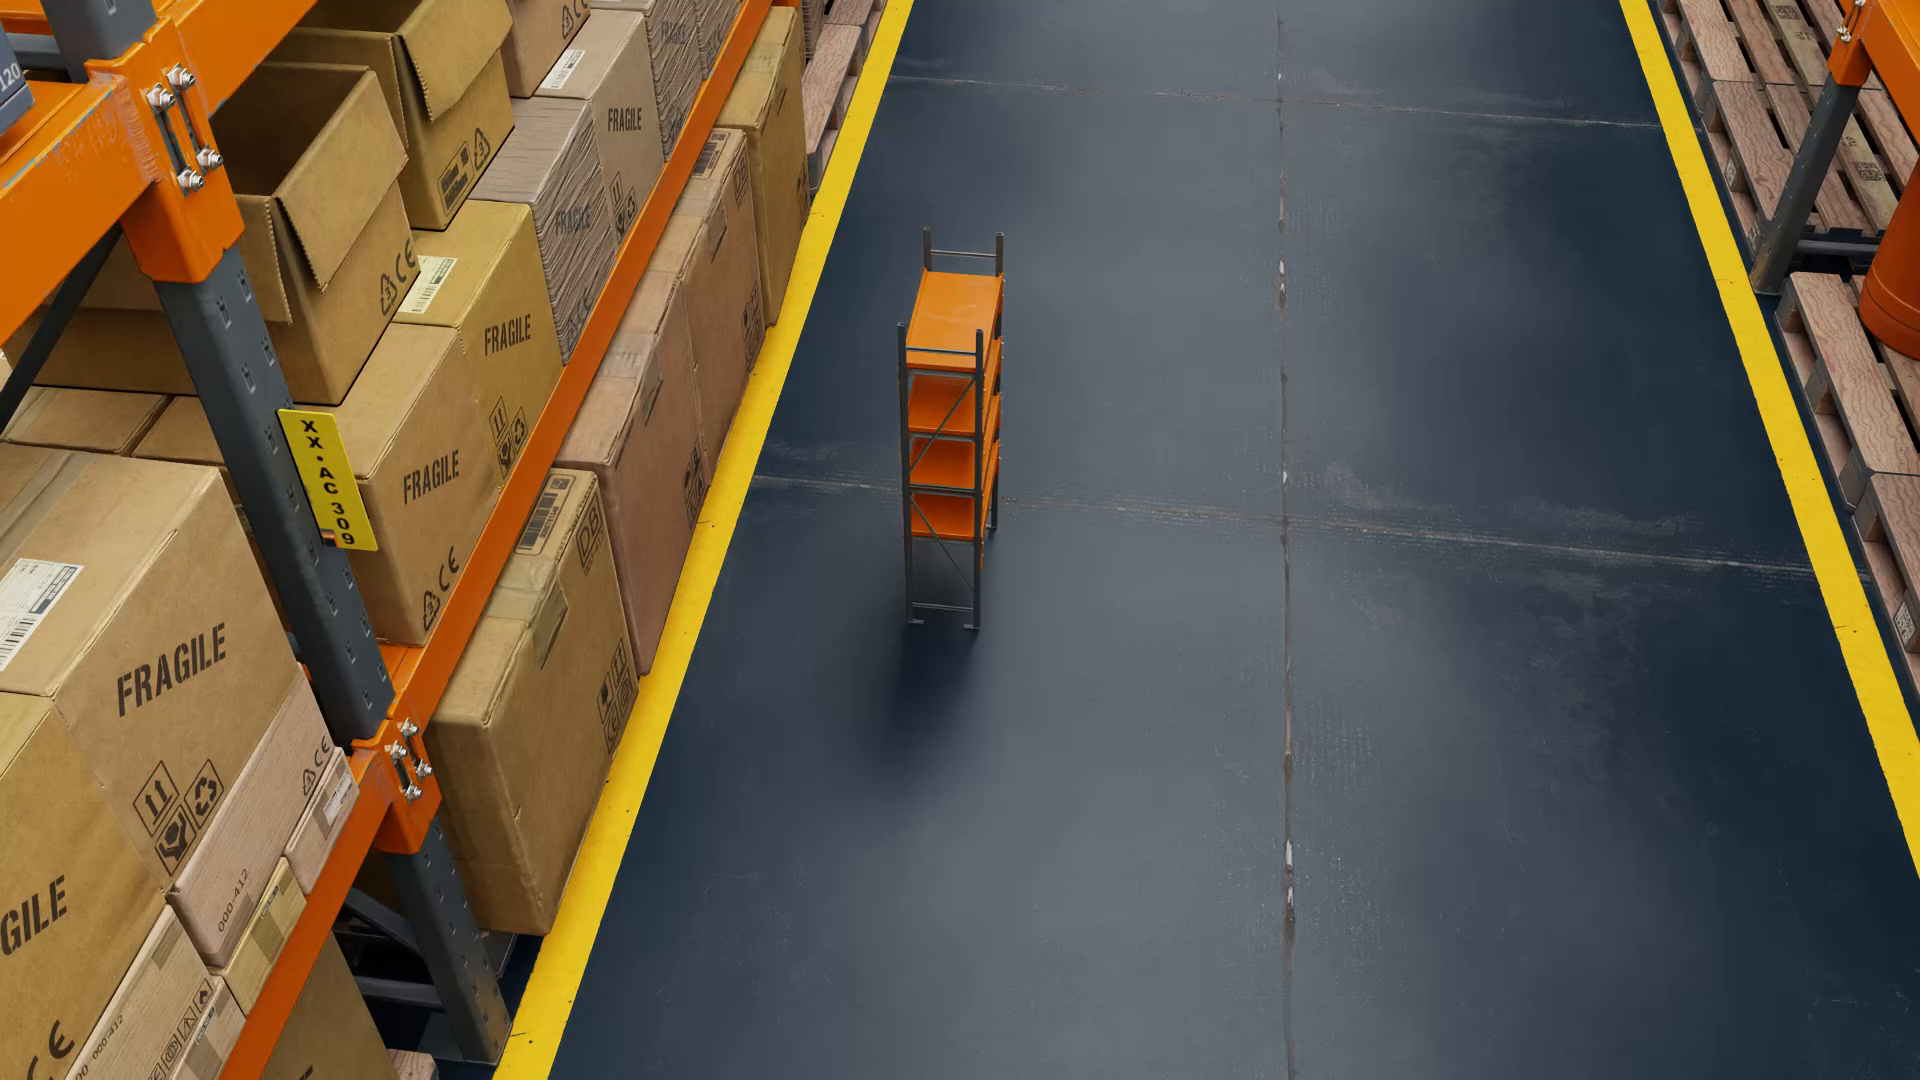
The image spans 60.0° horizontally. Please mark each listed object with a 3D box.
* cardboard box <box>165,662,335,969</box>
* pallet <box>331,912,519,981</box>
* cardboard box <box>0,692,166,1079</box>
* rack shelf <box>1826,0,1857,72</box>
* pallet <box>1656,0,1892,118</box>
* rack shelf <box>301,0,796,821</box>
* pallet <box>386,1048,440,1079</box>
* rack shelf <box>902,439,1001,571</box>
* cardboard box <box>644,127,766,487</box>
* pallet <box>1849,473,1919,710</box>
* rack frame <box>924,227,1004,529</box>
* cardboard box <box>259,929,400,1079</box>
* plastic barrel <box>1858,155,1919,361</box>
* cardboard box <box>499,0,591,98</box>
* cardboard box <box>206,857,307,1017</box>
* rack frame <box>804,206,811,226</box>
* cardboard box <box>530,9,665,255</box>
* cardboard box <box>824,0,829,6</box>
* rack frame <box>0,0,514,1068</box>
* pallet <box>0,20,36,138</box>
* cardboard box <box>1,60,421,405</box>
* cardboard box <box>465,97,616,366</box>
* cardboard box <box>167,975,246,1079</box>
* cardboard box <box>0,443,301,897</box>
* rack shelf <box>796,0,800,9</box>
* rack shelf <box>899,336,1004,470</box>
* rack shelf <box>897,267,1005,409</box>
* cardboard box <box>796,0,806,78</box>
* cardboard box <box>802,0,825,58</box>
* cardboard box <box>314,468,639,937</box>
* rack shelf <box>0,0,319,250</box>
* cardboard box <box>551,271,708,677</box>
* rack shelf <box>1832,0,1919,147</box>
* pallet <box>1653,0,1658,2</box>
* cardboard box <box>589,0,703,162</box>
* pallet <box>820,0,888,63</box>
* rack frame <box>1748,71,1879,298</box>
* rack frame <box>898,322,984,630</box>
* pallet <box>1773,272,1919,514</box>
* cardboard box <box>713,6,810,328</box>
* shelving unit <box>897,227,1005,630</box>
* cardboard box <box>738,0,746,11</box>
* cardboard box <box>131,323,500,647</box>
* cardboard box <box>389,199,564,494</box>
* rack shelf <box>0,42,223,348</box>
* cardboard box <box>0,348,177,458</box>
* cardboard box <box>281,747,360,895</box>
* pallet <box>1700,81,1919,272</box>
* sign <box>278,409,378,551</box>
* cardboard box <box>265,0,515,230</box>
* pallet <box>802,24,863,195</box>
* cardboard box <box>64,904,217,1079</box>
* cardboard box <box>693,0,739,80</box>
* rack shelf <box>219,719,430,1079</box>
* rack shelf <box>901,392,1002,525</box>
[{"bbox_3d":[-1.482,0.462,2.974,0.500,0.250,0.500,4,44,5],"label":"cardboard box"},{"bbox_3d":[-1.657,0.670,4.889,1.003,0.211,1.213,5,44,6],"label":"pallet"},{"bbox_3d":[-1.550,0.543,2.342,0.500,0.500,0.500,6,44,6],"label":"cardboard box"},{"bbox_3d":[4.019,-3.187,7.458,1.077,0.370,4.000,5,44,6],"label":"rack shelf"},{"bbox_3d":[4.059,-2.426,8.159,1.003,0.211,1.213,5,44,6],"label":"pallet"},{"bbox_3d":[-1.420,-0.911,5.054,1.077,0.370,4.000,5,44,6],"label":"rack shelf"},{"bbox_3d":[-1.862,1.714,3.786,1.003,0.211,1.213,5,44,6],"label":"pallet"},{"bbox_3d":[-0.022,-0.130,5.401,0.258,0.148,0.480,5,44,6],"label":"rack shelf"},{"bbox_3d":[-1.393,-0.841,5.697,1.225,0.875,0.875,5,44,6],"label":"cardboard box"},{"bbox_3d":[3.528,0.297,5.283,1.003,0.211,1.213,5,44,6],"label":"pallet"},{"bbox_3d":[0.010,-0.489,5.394,0.240,1.200,0.015,5,44,6],"label":"rack frame"},{"bbox_3d":[-1.851,1.252,3.486,0.875,0.875,0.875,5,44,6],"label":"cardboard box"},{"bbox_3d":[3.707,-1.115,6.019,0.600,0.830,0.708,5,44,6],"label":"plastic barrel"},{"bbox_3d":[-1.439,-1.538,4.390,0.797,0.503,0.637,7,44,7],"label":"cardboard box"},{"bbox_3d":[-1.433,0.695,3.017,0.380,0.149,0.250,6,44,6],"label":"cardboard box"},{"bbox_3d":[-1.155,-2.536,6.246,1.000,3.000,0.127,5,44,6],"label":"rack frame"},{"bbox_3d":[-1.180,-1.173,4.735,0.500,0.500,0.500,6,44,6],"label":"cardboard box"},{"bbox_3d":[-0.958,-3.012,8.248,0.700,0.500,0.500,9,44,9],"label":"cardboard box"},{"bbox_3d":[-1.684,0.190,3.367,1.000,3.000,0.127,5,44,6],"label":"rack frame"},{"bbox_3d":[-1.803,-0.310,1.779,1.003,0.211,1.213,5,44,6],"label":"pallet"},{"bbox_3d":[-1.608,-0.646,3.449,0.797,0.503,0.637,4,44,4],"label":"cardboard box"},{"bbox_3d":[-1.243,-0.820,4.362,0.500,0.500,0.500,4,44,5],"label":"cardboard box"},{"bbox_3d":[-1.468,0.870,2.833,0.380,0.149,0.250,5,44,5],"label":"cardboard box"},{"bbox_3d":[-1.480,0.202,2.702,0.500,0.500,0.500,6,44,7],"label":"cardboard box"},{"bbox_3d":[-0.891,-3.638,7.933,1.077,0.370,4.000,5,44,6],"label":"rack shelf"},{"bbox_3d":[-0.022,-0.436,5.111,0.258,0.148,0.480,5,44,6],"label":"rack shelf"},{"bbox_3d":[-0.022,-0.608,4.948,0.258,0.148,0.480,5,44,6],"label":"rack shelf"},{"bbox_3d":[-1.086,-2.246,7.439,0.700,0.500,0.500,3,44,3],"label":"cardboard box"},{"bbox_3d":[-1.026,-2.625,7.839,0.700,0.500,0.500,2,43,2],"label":"cardboard box"},{"bbox_3d":[-1.619,0.371,4.416,1.225,0.875,0.875,5,44,6],"label":"cardboard box"},{"bbox_3d":[-1.420,-2.001,4.023,1.077,0.370,4.000,5,44,6],"label":"rack shelf"},{"bbox_3d":[-1.502,-0.238,5.059,1.225,0.875,0.875,4,44,4],"label":"cardboard box"},{"bbox_3d":[3.490,-0.461,4.579,1.077,0.370,4.000,5,44,6],"label":"rack shelf"},{"bbox_3d":[4.218,-3.260,9.040,1.003,0.211,1.213,5,44,6],"label":"pallet"},{"bbox_3d":[-1.112,-1.520,5.101,0.500,0.500,0.500,4,44,4],"label":"cardboard box"},{"bbox_3d":[-0.887,-2.885,8.643,1.003,0.211,1.213,5,44,6],"label":"pallet"},{"bbox_3d":[3.754,-2.086,5.771,1.000,3.000,0.127,5,44,6],"label":"rack frame"},{"bbox_3d":[-0.054,-0.157,5.043,0.240,1.200,0.015,5,44,6],"label":"rack frame"},{"bbox_3d":[3.691,-0.532,6.158,1.003,0.211,1.213,5,44,6],"label":"pallet"},{"bbox_3d":[-1.267,-1.448,6.338,1.225,0.875,0.875,3,44,4],"label":"cardboard box"},{"bbox_3d":[-0.022,-0.323,5.218,0.258,1.200,0.503,5,44,6],"label":"shelving unit"},{"bbox_3d":[-0.975,-2.213,5.833,0.500,0.500,0.500,6,44,7],"label":"cardboard box"},{"bbox_3d":[-1.375,-0.137,3.640,0.500,0.500,0.500,5,44,6],"label":"cardboard box"},{"bbox_3d":[-1.310,-0.479,4.002,0.500,0.500,0.500,5,44,6],"label":"cardboard box"},{"bbox_3d":[-1.948,0.725,1.144,1.077,0.370,4.000,5,44,6],"label":"rack shelf"},{"bbox_3d":[-1.893,-0.190,3.696,0.500,0.500,0.500,5,44,6],"label":"cardboard box"},{"bbox_3d":[-1.400,0.519,3.203,0.380,0.149,0.250,5,44,6],"label":"cardboard box"},{"bbox_3d":[3.895,-1.597,7.284,1.003,0.211,1.213,5,44,6],"label":"pallet"},{"bbox_3d":[-1.134,-0.103,2.990,0.100,0.325,0.005,5,44,6],"label":"sign"},{"bbox_3d":[-1.506,-1.113,3.941,0.797,0.503,0.637,6,44,6],"label":"cardboard box"},{"bbox_3d":[-1.050,-2.056,7.767,1.003,0.211,1.213,5,44,6],"label":"pallet"},{"bbox_3d":[-1.548,0.814,2.601,0.500,0.250,0.500,6,44,7],"label":"cardboard box"},{"bbox_3d":[-1.047,-1.874,5.475,0.500,0.500,0.500,5,44,5],"label":"cardboard box"},{"bbox_3d":[-1.948,1.815,2.175,1.077,0.370,4.000,5,44,6],"label":"rack shelf"},{"bbox_3d":[-0.022,-0.274,5.265,0.258,0.148,0.480,5,44,6],"label":"rack shelf"}]
